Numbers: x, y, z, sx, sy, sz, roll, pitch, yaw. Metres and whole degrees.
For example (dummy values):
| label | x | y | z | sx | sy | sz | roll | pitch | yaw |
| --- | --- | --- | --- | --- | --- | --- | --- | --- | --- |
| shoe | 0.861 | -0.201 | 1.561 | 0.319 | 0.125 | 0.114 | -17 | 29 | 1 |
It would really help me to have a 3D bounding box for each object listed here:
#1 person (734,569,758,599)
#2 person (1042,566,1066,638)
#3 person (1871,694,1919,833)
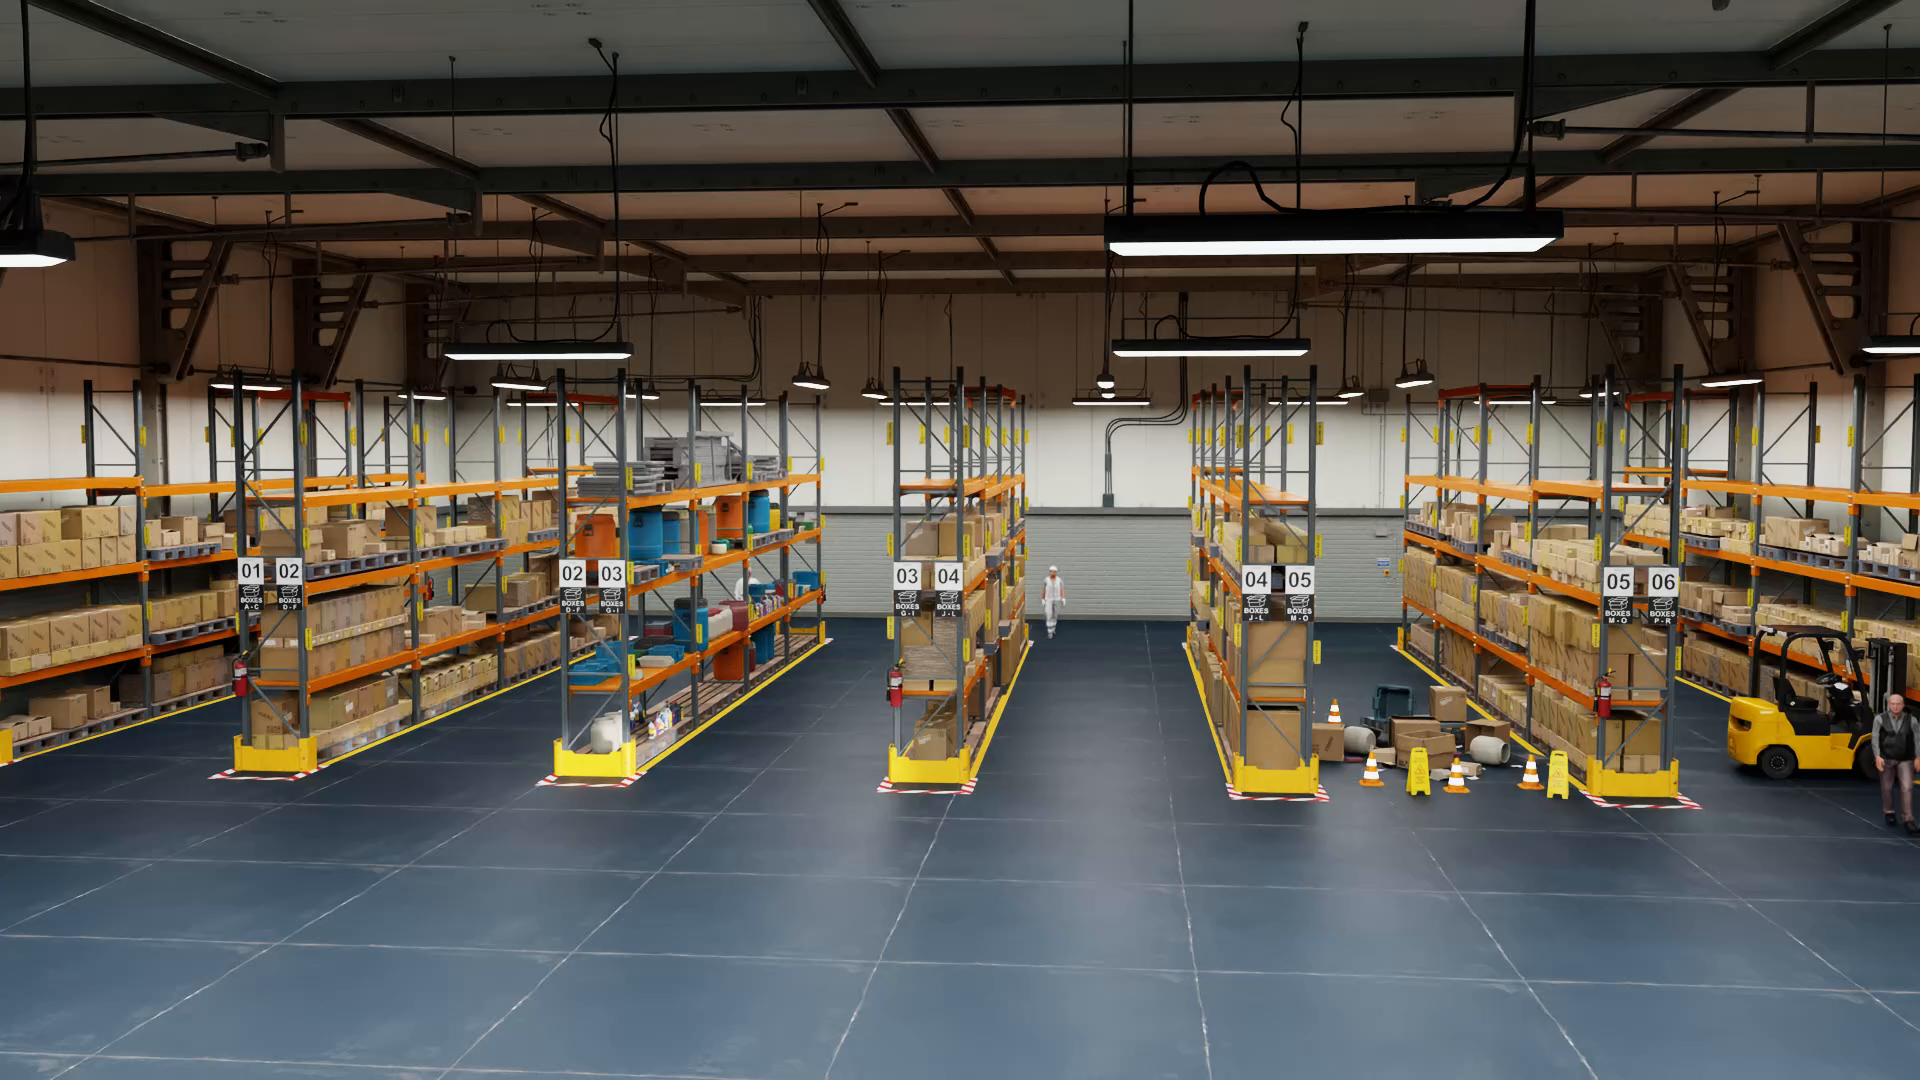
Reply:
| label | x | y | z | sx | sy | sz | roll | pitch | yaw |
| --- | --- | --- | --- | --- | --- | --- | --- | --- | --- |
| person | -5.295 | 1.573 | 40.949 | 0.591 | 1.747 | 0.986 | 2 | 4 | 23 |
| person | 2.348 | 1.529 | 41.483 | 0.544 | 1.749 | 0.968 | 0 | 4 | -8 |
| person | 11.944 | 2.818 | 21.215 | 0.580 | 1.676 | 0.923 | 2 | 4 | 31 |
